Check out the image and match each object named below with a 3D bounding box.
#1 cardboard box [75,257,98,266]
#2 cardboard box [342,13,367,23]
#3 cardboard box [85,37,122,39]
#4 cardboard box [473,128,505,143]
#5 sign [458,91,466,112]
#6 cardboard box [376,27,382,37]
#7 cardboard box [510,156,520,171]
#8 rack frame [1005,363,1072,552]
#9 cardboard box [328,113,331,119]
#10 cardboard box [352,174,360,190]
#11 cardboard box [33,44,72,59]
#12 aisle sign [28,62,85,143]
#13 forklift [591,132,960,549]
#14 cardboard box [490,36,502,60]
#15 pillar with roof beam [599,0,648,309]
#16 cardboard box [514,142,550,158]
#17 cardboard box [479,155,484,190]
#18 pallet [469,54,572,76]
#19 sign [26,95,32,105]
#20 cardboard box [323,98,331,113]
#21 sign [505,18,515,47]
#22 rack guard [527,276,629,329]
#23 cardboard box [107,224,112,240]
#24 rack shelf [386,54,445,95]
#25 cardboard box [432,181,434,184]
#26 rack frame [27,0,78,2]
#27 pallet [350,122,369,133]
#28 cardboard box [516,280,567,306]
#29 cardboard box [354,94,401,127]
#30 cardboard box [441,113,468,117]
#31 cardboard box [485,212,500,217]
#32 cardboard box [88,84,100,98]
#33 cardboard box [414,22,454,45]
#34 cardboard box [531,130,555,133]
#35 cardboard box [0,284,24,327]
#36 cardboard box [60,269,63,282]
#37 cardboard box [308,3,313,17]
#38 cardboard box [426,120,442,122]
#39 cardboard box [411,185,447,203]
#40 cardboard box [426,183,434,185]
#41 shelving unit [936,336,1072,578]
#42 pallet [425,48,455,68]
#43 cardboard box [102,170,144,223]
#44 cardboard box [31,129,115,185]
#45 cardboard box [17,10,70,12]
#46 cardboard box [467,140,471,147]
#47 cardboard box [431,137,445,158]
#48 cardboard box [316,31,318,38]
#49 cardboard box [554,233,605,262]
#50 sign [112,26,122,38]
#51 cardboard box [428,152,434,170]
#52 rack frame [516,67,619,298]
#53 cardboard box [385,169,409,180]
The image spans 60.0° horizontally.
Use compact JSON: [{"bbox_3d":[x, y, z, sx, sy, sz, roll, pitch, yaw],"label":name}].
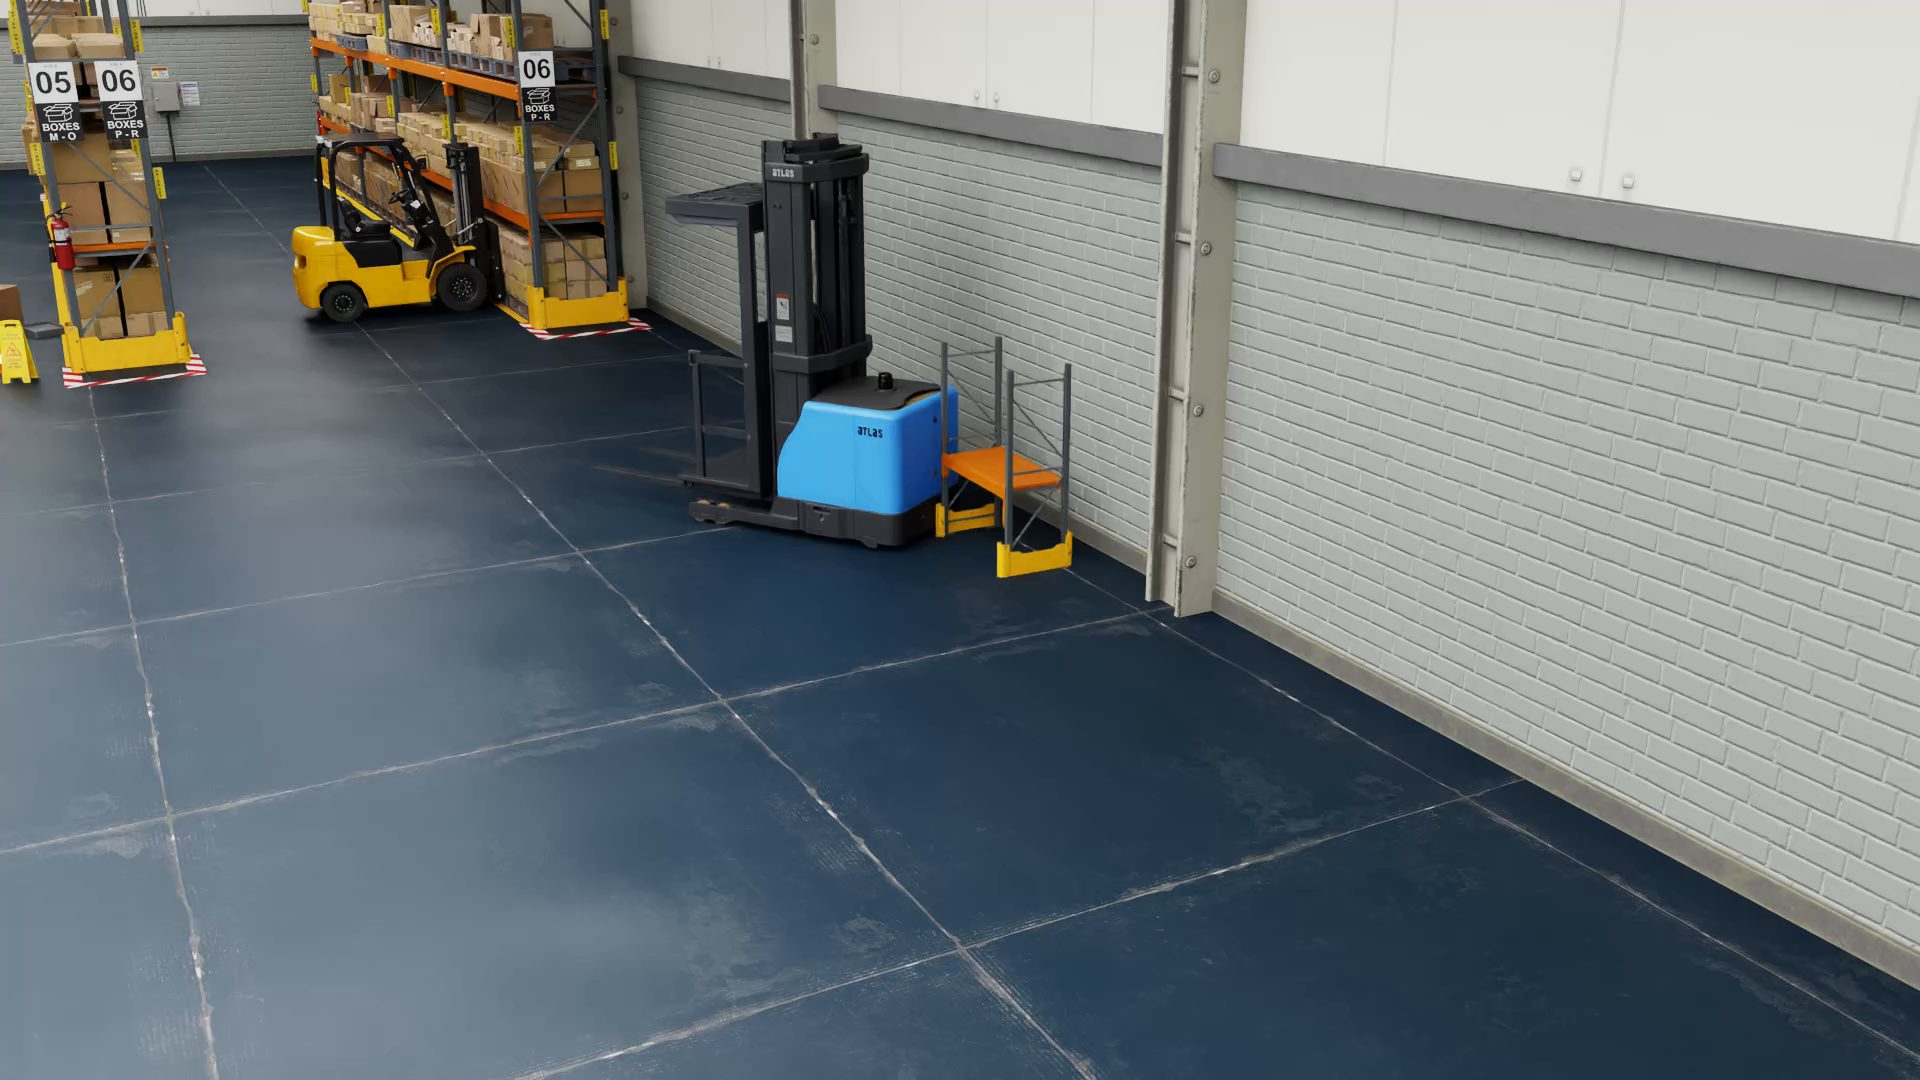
[{"bbox_3d":[-9.868,-3.159,18.614,0.380,0.149,0.250,-9,21,-25],"label":"cardboard box"},{"bbox_3d":[-10.329,-8.916,28.405,0.380,0.149,0.250,-10,22,-28],"label":"cardboard box"},{"bbox_3d":[-9.762,-5.651,18.974,0.380,0.149,0.250,-10,21,-26],"label":"cardboard box"},{"bbox_3d":[-6.156,-5.296,21.778,0.380,0.149,0.250,-10,22,-28],"label":"cardboard box"},{"bbox_3d":[-7.970,-7.015,26.587,0.100,0.325,0.005,-10,21,-27],"label":"sign"},{"bbox_3d":[-9.202,-8.202,26.823,0.380,0.149,0.250,-10,21,-27],"label":"cardboard box"},{"bbox_3d":[-5.217,-4.563,20.109,0.380,0.149,0.250,-10,21,-26],"label":"cardboard box"},{"bbox_3d":[0.548,-0.484,11.735,0.500,1.500,0.032,-9,21,-25],"label":"rack frame"},{"bbox_3d":[-12.180,-8.356,32.633,0.380,0.149,0.250,-9,21,-25],"label":"cardboard box"},{"bbox_3d":[-11.049,-6.652,30.858,0.396,0.266,0.258,-9,21,-25],"label":"cardboard box"},{"bbox_3d":[-9.534,-5.122,17.440,0.380,0.149,0.250,-10,21,-26],"label":"cardboard box"},{"bbox_3d":[-9.251,-4.480,17.032,0.394,0.787,0.004,-10,21,-27],"label":"aisle sign"},{"bbox_3d":[-1.547,-1.643,12.900,3.031,2.935,1.130,10,21,26],"label":"forklift"},{"bbox_3d":[-5.440,-5.948,20.081,0.396,0.266,0.258,-10,21,-27],"label":"cardboard box"},{"bbox_3d":[-7.985,-6.593,17.942,9.100,9.000,0.400,-10,21,-27],"label":"pillar with roof beam"},{"bbox_3d":[-5.159,-4.715,20.093,0.380,0.149,0.250,-10,21,-27],"label":"cardboard box"},{"bbox_3d":[-6.074,-4.820,21.847,0.500,0.500,0.500,-10,22,-27],"label":"cardboard box"},{"bbox_3d":[-5.555,-6.018,21.010,1.003,0.211,1.213,-10,21,-27],"label":"pallet"},{"bbox_3d":[-15.211,-7.119,27.216,0.100,0.325,0.005,-10,21,-27],"label":"sign"},{"bbox_3d":[-12.038,-8.430,32.238,0.500,0.250,0.500,-10,21,-26],"label":"cardboard box"},{"bbox_3d":[-5.143,-5.803,19.016,0.100,0.325,0.005,-10,21,-27],"label":"sign"},{"bbox_3d":[-4.647,-2.896,20.257,1.175,0.500,0.348,-10,21,-27],"label":"rack guard"},{"bbox_3d":[-9.137,-3.395,18.258,0.380,0.149,0.250,-10,21,-26],"label":"cardboard box"},{"bbox_3d":[-7.508,-6.885,24.489,1.077,0.370,4.000,-10,21,-27],"label":"rack shelf"},{"bbox_3d":[-8.533,-5.983,27.565,0.380,0.149,0.250,-9,21,-25],"label":"cardboard box"},{"bbox_3d":[-16.623,-10.743,29.970,1.000,3.000,0.127,-10,21,-27],"label":"rack frame"},{"bbox_3d":[-10.073,-7.192,29.170,1.003,0.211,1.213,-10,21,-27],"label":"pallet"},{"bbox_3d":[-5.160,-3.069,20.498,0.500,0.250,0.500,-10,21,-26],"label":"cardboard box"},{"bbox_3d":[-10.078,-7.453,28.834,0.700,0.500,0.500,-10,21,-26],"label":"cardboard box"},{"bbox_3d":[-7.833,-6.531,25.812,0.380,0.149,0.250,-10,21,-27],"label":"cardboard box"},{"bbox_3d":[-6.370,-4.268,22.440,0.500,0.250,0.500,-10,21,-27],"label":"cardboard box"},{"bbox_3d":[-9.100,-4.821,17.789,0.380,0.149,0.250,-11,22,-28],"label":"cardboard box"},{"bbox_3d":[-7.481,-7.244,23.768,0.500,0.311,0.500,-11,22,-28],"label":"cardboard box"},{"bbox_3d":[-5.468,-5.232,21.592,0.380,0.149,0.250,-9,21,-25],"label":"cardboard box"},{"bbox_3d":[-11.613,-2.764,19.871,0.500,0.500,0.500,4,19,11],"label":"cardboard box"},{"bbox_3d":[-10.882,-3.505,20.611,0.500,0.500,0.500,-9,21,-24],"label":"cardboard box"},{"bbox_3d":[-12.267,-10.235,32.103,0.500,0.250,0.500,-10,22,-27],"label":"cardboard box"},{"bbox_3d":[-7.734,-6.169,24.763,0.380,0.149,0.250,-10,21,-27],"label":"cardboard box"},{"bbox_3d":[-8.173,-5.276,26.318,0.875,0.625,0.625,-9,21,-25],"label":"cardboard box"},{"bbox_3d":[-8.626,-5.706,27.757,0.500,0.500,0.500,-10,21,-26],"label":"cardboard box"},{"bbox_3d":[0.313,-0.635,12.171,0.587,1.500,1.083,-9,21,-25],"label":"shelving unit"},{"bbox_3d":[-6.988,-6.811,23.467,0.805,0.209,1.217,-11,22,-29],"label":"pallet"},{"bbox_3d":[-9.255,-3.829,18.521,0.500,0.500,0.500,-9,21,-25],"label":"cardboard box"},{"bbox_3d":[-9.460,-4.088,17.737,0.700,0.500,0.500,-11,22,-28],"label":"cardboard box"},{"bbox_3d":[-13.461,-7.529,24.457,0.700,0.500,0.500,-11,22,-29],"label":"cardboard box"},{"bbox_3d":[-6.314,-5.227,22.034,0.380,0.149,0.250,-9,21,-25],"label":"cardboard box"},{"bbox_3d":[-7.267,-5.646,23.858,0.500,0.250,0.500,-11,22,-28],"label":"cardboard box"},{"bbox_3d":[-12.310,-9.849,32.362,0.380,0.149,0.250,-9,21,-26],"label":"cardboard box"},{"bbox_3d":[-4.720,-3.623,20.571,0.500,0.250,0.500,-10,22,-27],"label":"cardboard box"},{"bbox_3d":[-10.451,-6.211,20.642,0.100,0.325,0.005,-10,21,-27],"label":"sign"},{"bbox_3d":[-7.480,-5.556,24.366,0.500,0.250,0.500,-10,21,-26],"label":"cardboard box"},{"bbox_3d":[-4.658,-4.084,19.869,1.000,3.000,0.127,-10,21,-27],"label":"rack frame"},{"bbox_3d":[-9.520,-6.192,28.171,0.380,0.149,0.250,-11,22,-29],"label":"cardboard box"}]
